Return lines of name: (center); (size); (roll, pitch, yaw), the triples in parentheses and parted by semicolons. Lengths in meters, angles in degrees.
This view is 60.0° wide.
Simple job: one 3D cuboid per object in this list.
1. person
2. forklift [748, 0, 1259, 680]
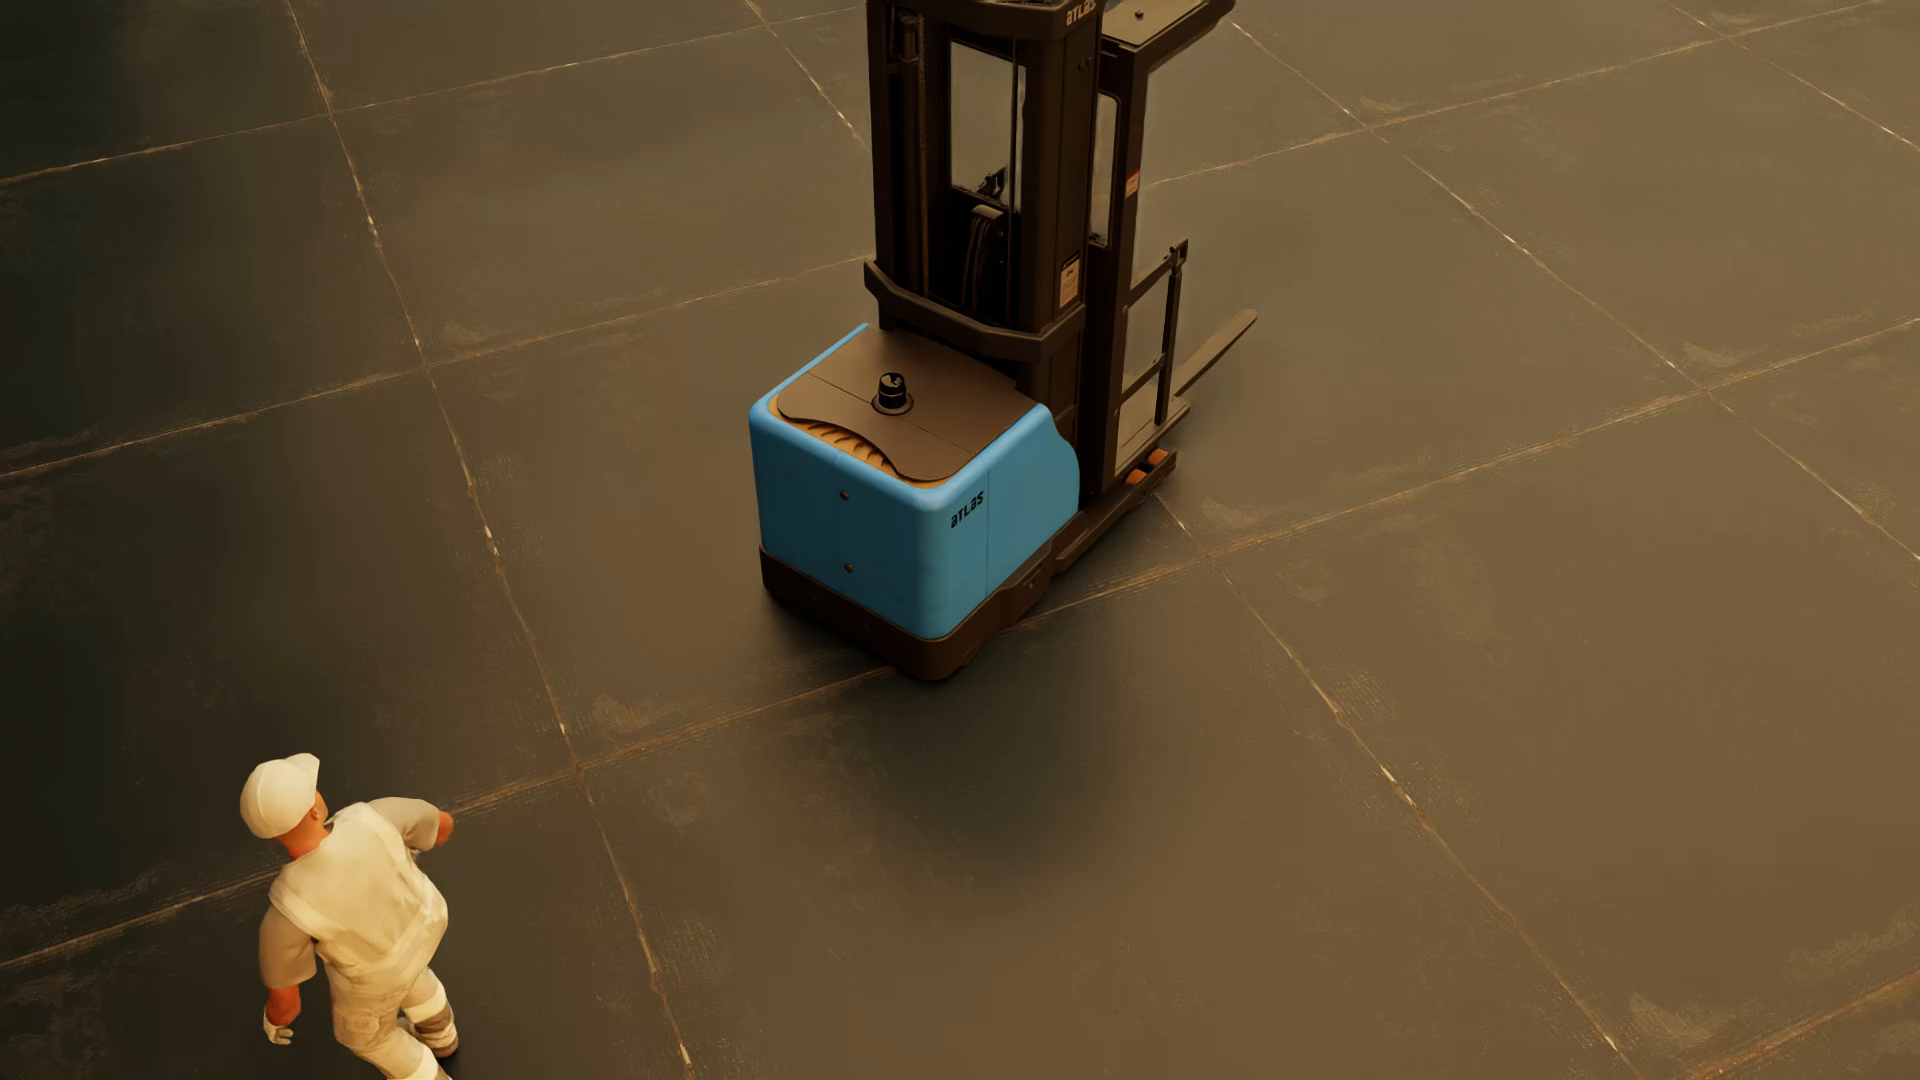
person: (-1.884, 1.270, 5.188); (0.507, 1.751, 0.742); (15, 45, 16)
forklift: (0.400, -1.430, 7.213); (1.130, 2.935, 3.031); (27, 50, 26)
